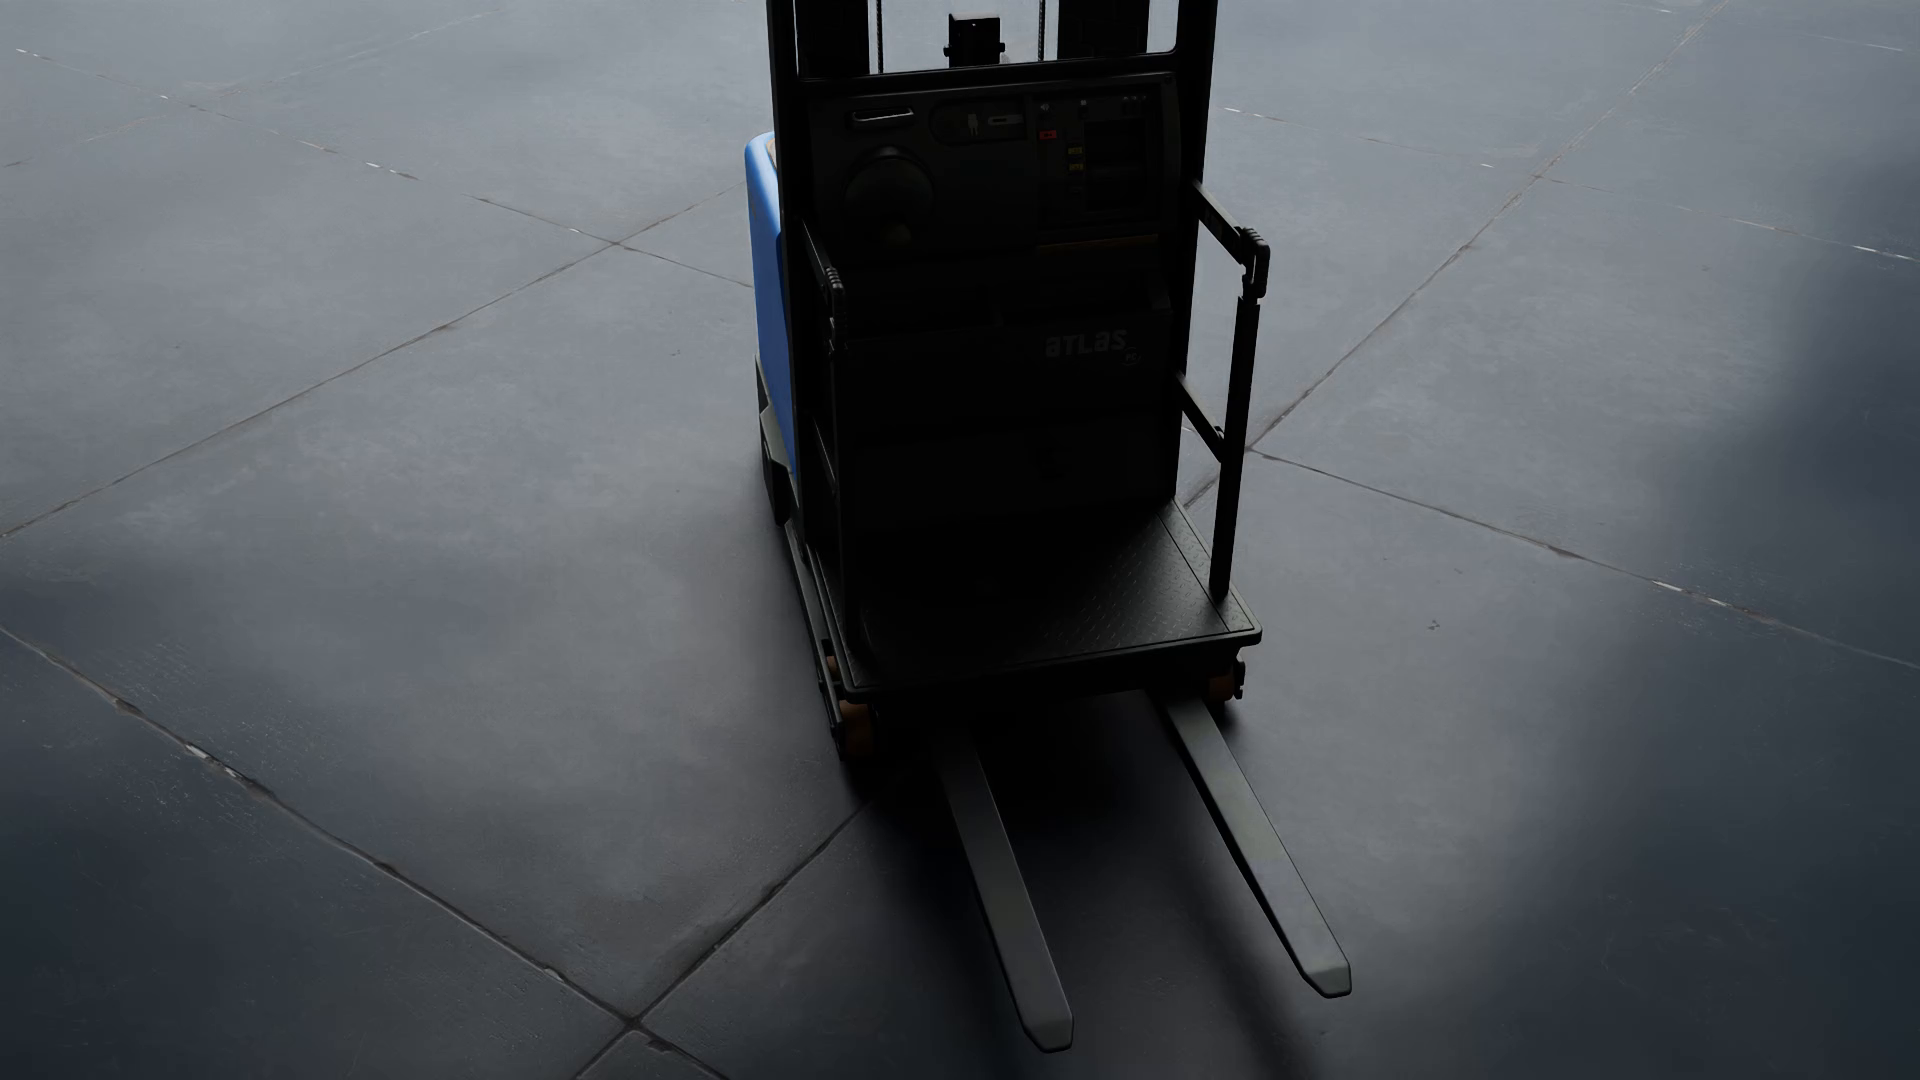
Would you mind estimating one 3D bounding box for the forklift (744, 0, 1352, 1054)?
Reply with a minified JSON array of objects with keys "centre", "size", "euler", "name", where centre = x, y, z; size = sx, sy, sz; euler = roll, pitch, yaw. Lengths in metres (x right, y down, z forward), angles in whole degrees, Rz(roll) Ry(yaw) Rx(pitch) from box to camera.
[{"centre":[0.144,-0.870,3.921],"size":[1.130,2.935,3.031],"euler":[-8,35,-11],"name":"forklift"}]
